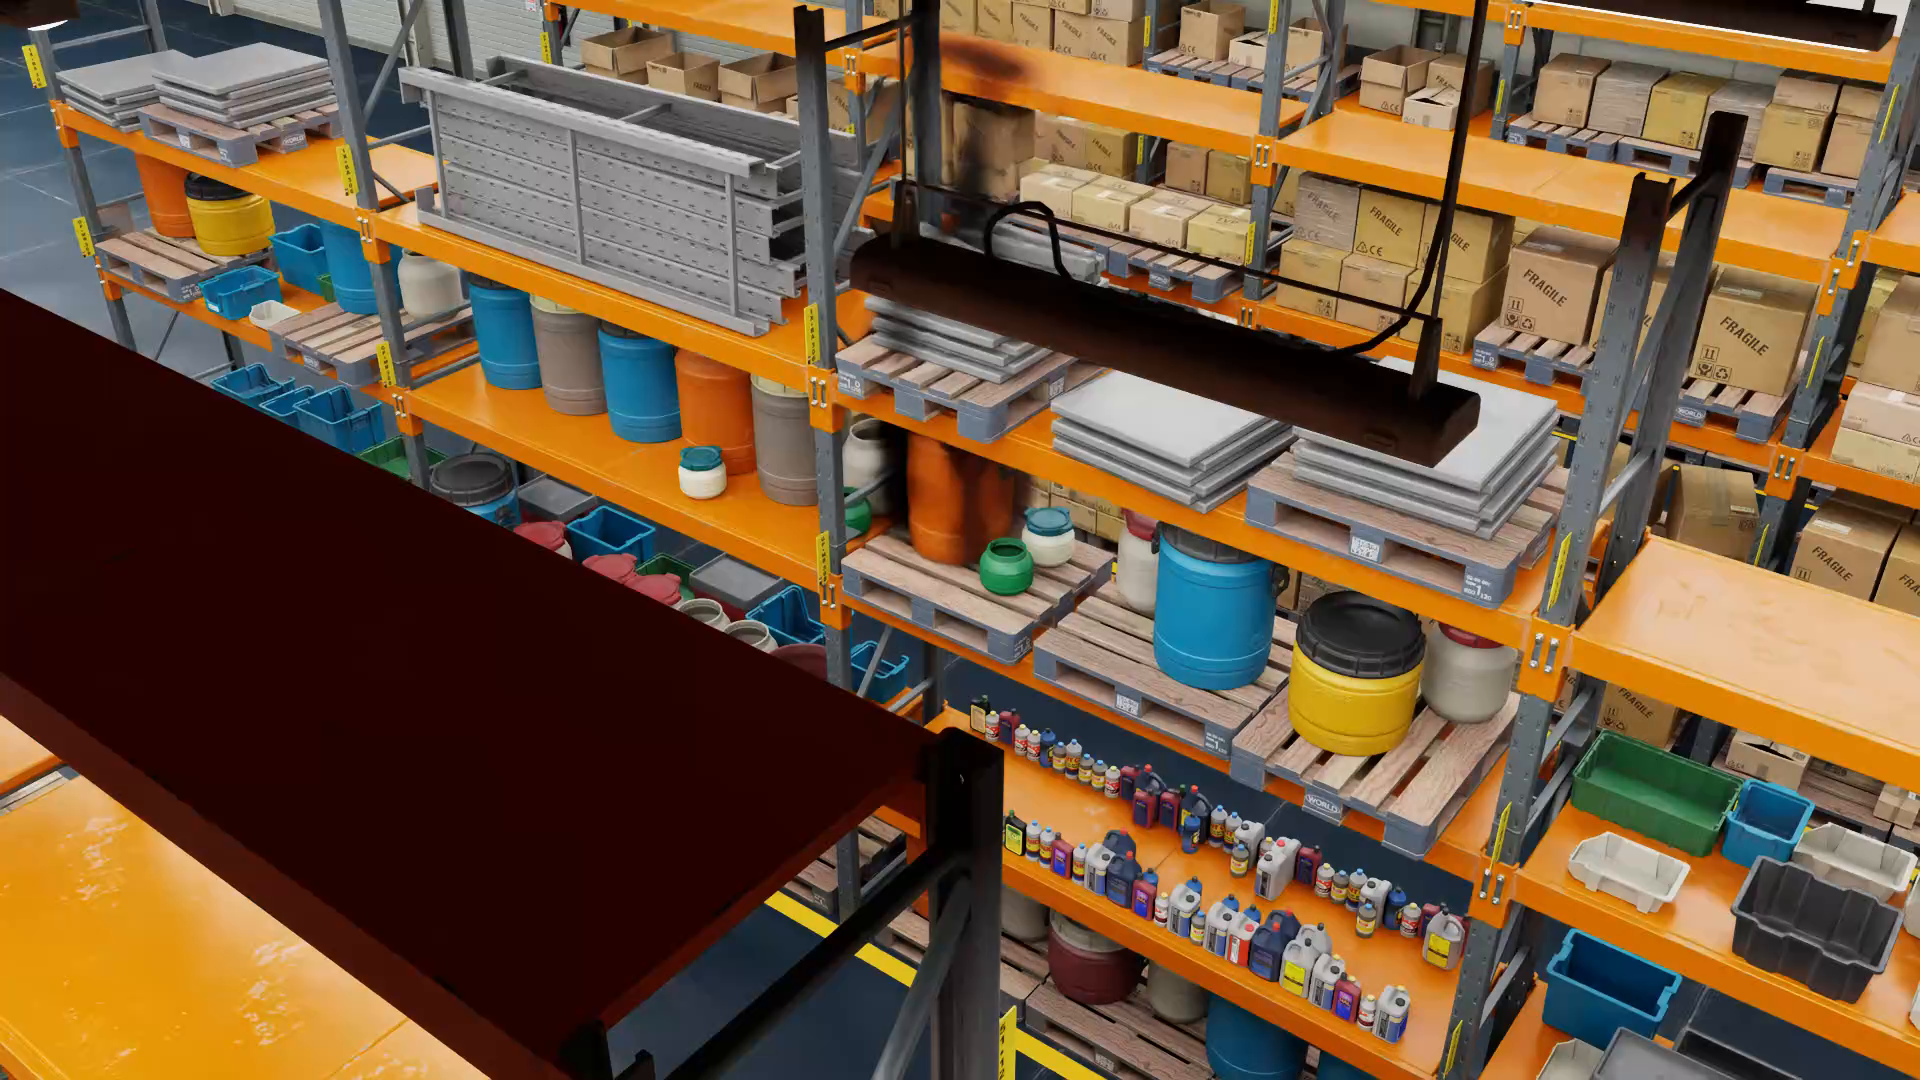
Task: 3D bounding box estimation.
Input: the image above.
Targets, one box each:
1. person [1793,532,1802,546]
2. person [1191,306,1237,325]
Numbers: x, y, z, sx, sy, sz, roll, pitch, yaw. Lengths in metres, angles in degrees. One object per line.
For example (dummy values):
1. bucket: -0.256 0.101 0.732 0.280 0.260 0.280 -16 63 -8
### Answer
1. person: 7.131 0.158 13.411 0.874 1.717 0.645 18 36 27
2. person: 2.629 -2.094 17.272 0.850 1.496 0.636 7 32 11
